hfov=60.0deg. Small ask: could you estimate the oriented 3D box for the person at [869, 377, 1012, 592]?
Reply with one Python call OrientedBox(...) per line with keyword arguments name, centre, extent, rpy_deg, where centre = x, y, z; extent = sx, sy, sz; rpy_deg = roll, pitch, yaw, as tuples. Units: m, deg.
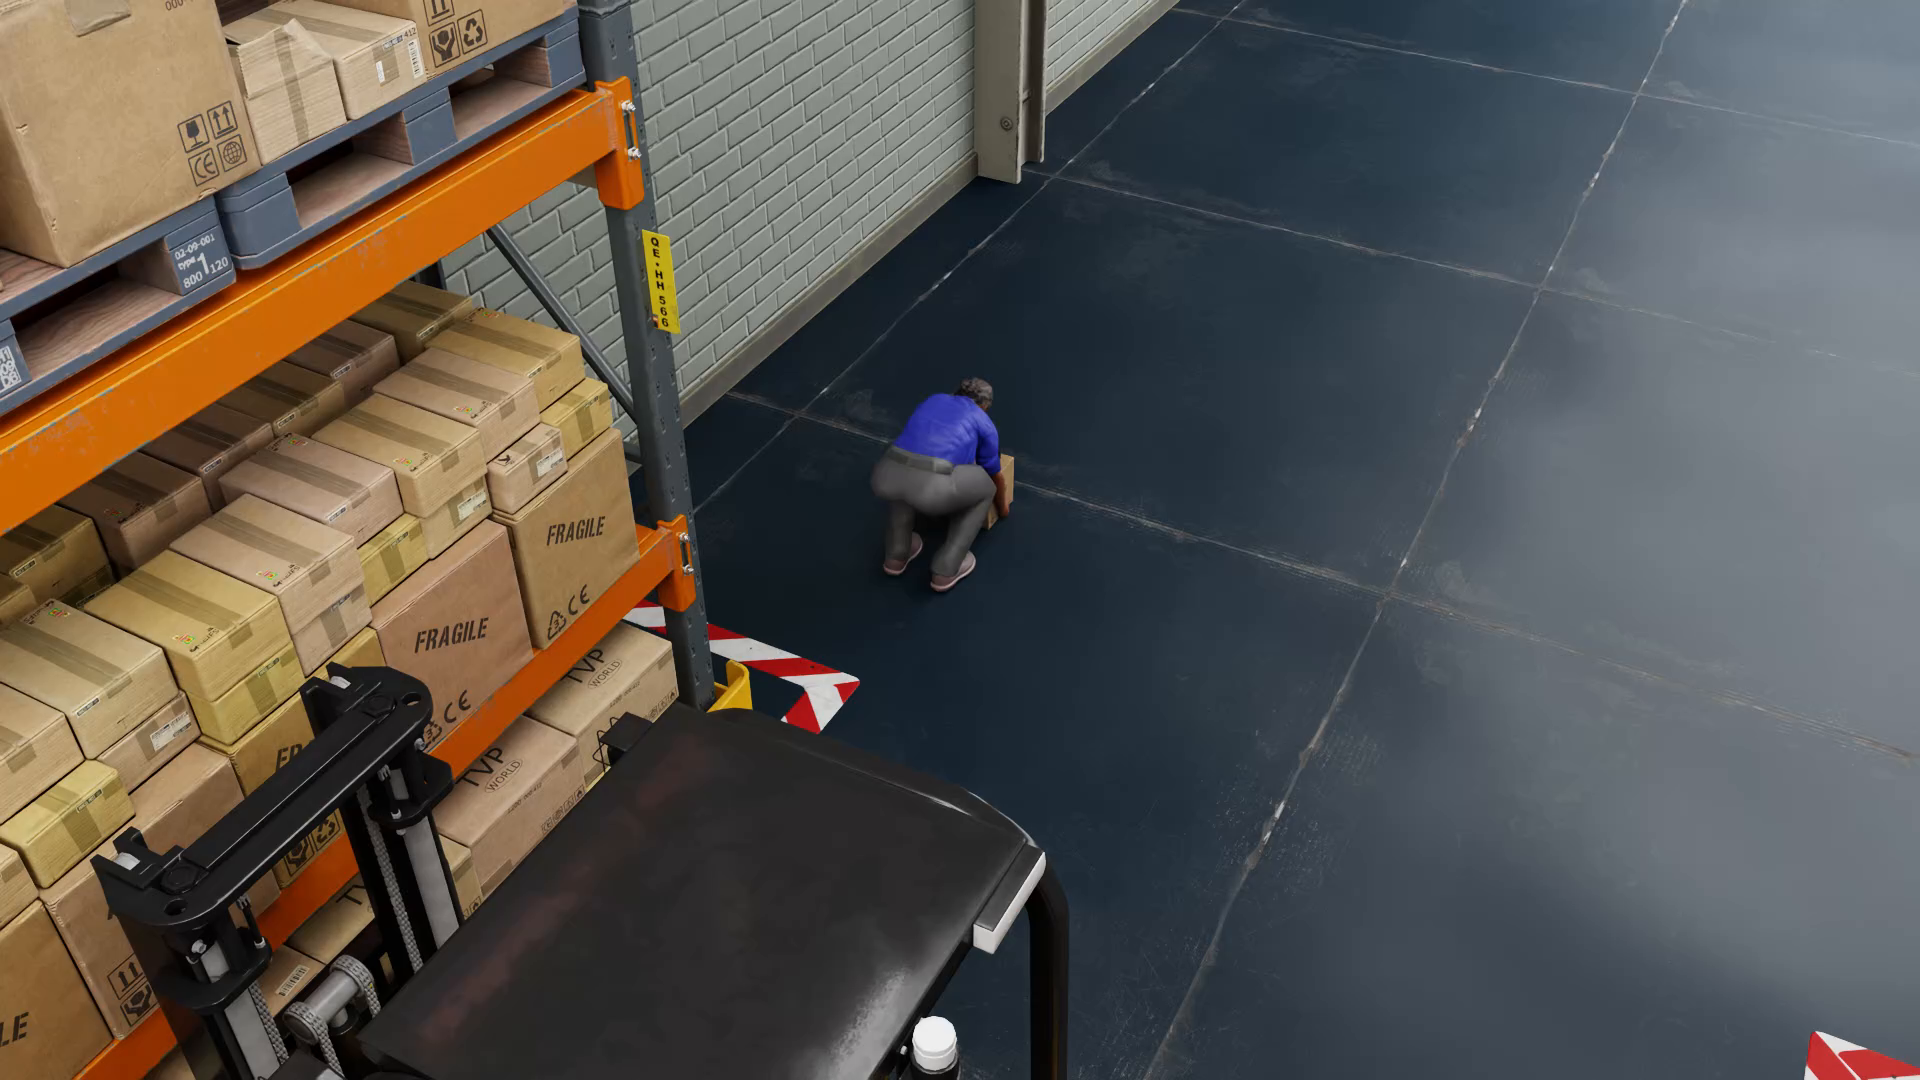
OrientedBox(name="person", centre=(-0.074, -0.254, 7.231), extent=(0.468, 0.775, 0.873), rpy_deg=(16, 41, 20))
